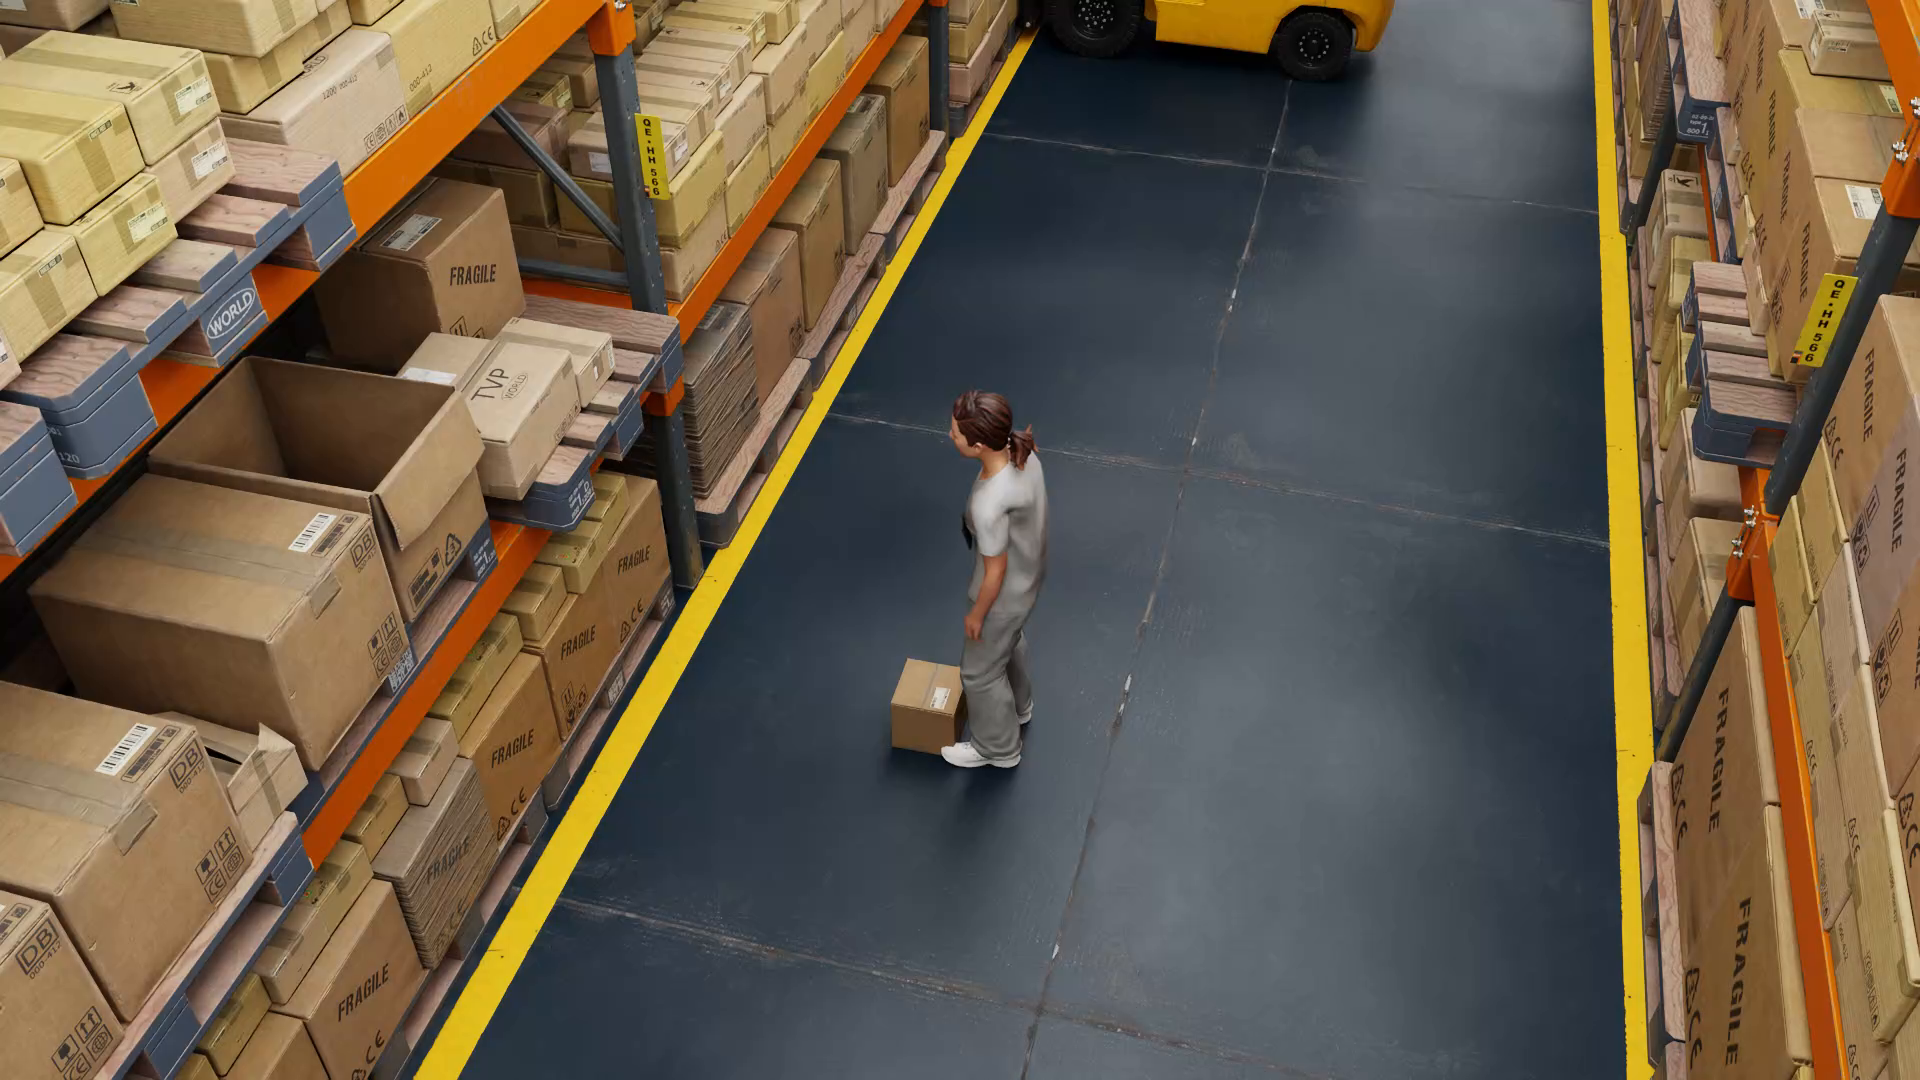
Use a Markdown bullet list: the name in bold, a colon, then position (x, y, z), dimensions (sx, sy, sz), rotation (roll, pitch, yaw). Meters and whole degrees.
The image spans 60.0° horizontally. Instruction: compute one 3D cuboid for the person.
- **person**: position (0.129, 0.154, 5.983), dimensions (0.360, 1.672, 0.485), rotation (10, 42, 11)
